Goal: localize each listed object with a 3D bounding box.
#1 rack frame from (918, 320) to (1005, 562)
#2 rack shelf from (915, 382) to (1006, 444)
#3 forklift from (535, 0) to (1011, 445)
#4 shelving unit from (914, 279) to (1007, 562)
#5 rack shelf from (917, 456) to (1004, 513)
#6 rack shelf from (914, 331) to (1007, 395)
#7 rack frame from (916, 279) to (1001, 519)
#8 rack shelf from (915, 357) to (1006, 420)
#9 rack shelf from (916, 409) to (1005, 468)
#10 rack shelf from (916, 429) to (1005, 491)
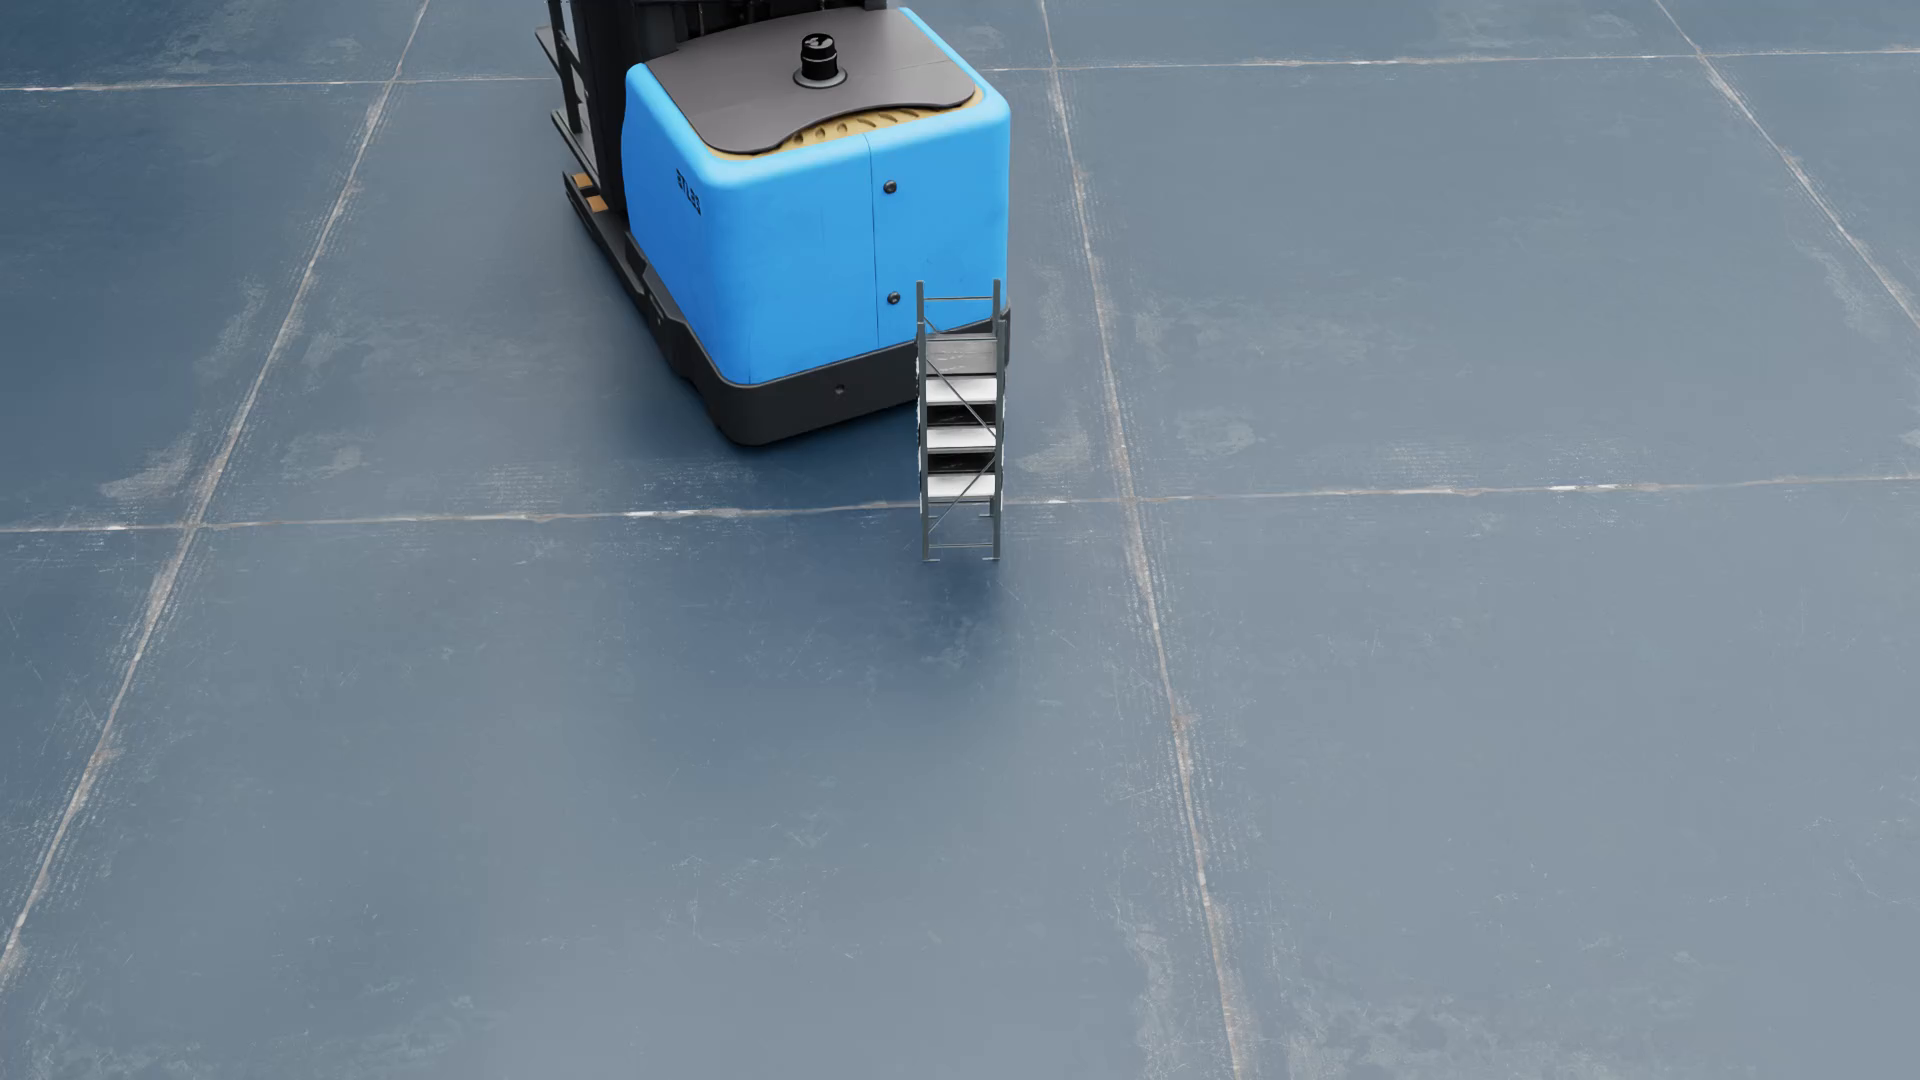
[{"bbox_3d":[0.004,-0.269,4.877,0.240,0.900,0.006,-2,43,-2],"label":"rack frame"},{"bbox_3d":[0.000,-0.379,4.914,0.258,0.077,0.200,-2,43,-2],"label":"rack shelf"},{"bbox_3d":[-0.927,-2.389,5.687,1.130,2.935,3.031,-18,46,-19],"label":"forklift"},{"bbox_3d":[0.000,-0.337,4.952,0.258,0.900,0.210,-2,43,-2],"label":"shelving unit"},{"bbox_3d":[0.000,-0.180,5.096,0.258,0.077,0.200,-2,43,-2],"label":"rack shelf"},{"bbox_3d":[0.000,-0.512,4.792,0.258,0.077,0.200,-2,43,-2],"label":"rack shelf"},{"bbox_3d":[-0.005,-0.406,5.027,0.240,0.900,0.006,-2,43,-2],"label":"rack frame"},{"bbox_3d":[0.000,-0.445,4.853,0.258,0.077,0.200,-2,43,-2],"label":"rack shelf"},{"bbox_3d":[0.000,-0.313,4.974,0.258,0.077,0.200,-2,43,-2],"label":"rack shelf"},{"bbox_3d":[0.000,-0.246,5.035,0.258,0.077,0.200,-2,43,-2],"label":"rack shelf"}]
